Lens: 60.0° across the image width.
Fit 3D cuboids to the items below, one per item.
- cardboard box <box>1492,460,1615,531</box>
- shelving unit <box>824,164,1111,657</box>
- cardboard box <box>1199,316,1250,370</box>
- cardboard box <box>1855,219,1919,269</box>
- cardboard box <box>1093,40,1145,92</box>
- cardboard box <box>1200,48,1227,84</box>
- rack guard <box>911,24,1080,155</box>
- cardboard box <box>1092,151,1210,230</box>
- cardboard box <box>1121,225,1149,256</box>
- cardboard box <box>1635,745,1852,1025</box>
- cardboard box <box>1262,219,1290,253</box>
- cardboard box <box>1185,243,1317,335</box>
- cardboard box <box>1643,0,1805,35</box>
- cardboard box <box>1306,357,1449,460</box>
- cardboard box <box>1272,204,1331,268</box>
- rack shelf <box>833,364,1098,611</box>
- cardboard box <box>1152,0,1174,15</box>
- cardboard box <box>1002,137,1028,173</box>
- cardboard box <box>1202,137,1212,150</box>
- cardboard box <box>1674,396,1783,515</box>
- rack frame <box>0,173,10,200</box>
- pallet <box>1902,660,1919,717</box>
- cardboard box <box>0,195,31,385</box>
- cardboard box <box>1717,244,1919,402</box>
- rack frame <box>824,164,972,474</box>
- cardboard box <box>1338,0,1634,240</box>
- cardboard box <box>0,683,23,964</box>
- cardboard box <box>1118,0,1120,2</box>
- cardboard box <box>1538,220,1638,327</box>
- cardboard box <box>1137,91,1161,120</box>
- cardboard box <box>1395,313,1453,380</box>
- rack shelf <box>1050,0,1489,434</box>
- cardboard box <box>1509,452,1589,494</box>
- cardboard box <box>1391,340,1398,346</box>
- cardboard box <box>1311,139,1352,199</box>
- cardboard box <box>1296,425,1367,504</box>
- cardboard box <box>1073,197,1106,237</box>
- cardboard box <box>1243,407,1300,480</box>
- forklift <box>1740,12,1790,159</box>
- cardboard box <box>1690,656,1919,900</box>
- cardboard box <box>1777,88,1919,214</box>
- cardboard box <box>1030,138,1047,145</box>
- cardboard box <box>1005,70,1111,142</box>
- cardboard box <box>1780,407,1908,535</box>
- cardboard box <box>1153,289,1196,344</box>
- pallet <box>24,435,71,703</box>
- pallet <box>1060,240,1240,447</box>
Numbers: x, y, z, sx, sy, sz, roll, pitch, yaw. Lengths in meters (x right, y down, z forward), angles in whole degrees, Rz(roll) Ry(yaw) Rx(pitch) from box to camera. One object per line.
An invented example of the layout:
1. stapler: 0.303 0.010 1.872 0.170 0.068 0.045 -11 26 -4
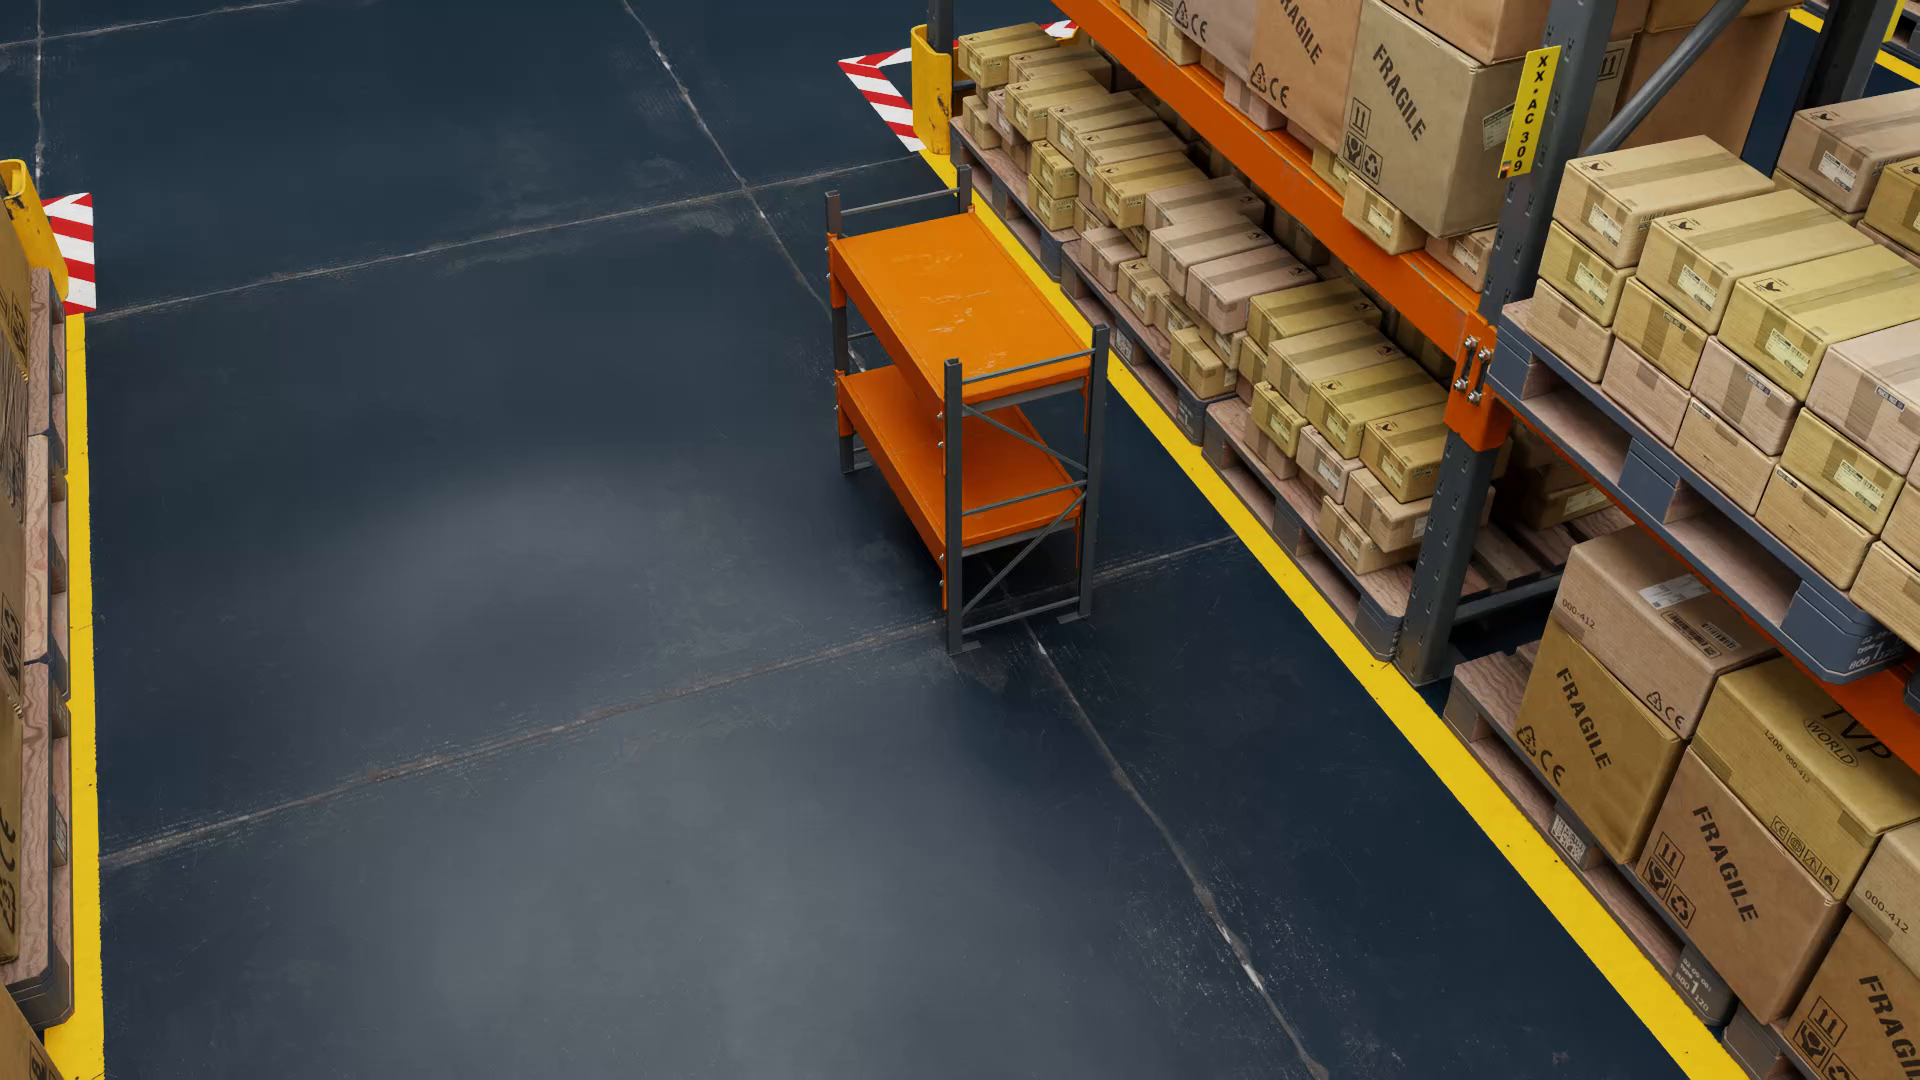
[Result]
1. cardboard box: 2.016 -0.207 5.555 0.380 0.149 0.250 -17 44 -19
2. shelving unit: -0.003 -0.431 5.388 0.538 1.125 1.048 -15 43 -17
3. cardboard box: 1.090 -0.772 5.984 0.380 0.149 0.250 -14 43 -16
4. cardboard box: 2.295 -0.657 3.856 0.380 0.149 0.250 -15 43 -17
5. cardboard box: 0.808 -2.122 7.325 0.380 0.149 0.250 -14 43 -16
6. cardboard box: 1.031 -1.636 5.545 0.380 0.149 0.250 -16 43 -17
7. rack guard: 0.357 -2.246 7.978 1.175 0.500 0.348 -15 43 -17
8. cardboard box: 0.737 -1.355 6.433 0.380 0.149 0.250 -14 43 -16
9. cardboard box: 0.849 -1.275 6.569 0.380 0.149 0.250 -13 42 -15
10. cardboard box: 2.101 0.789 4.127 0.500 0.500 0.500 -13 42 -15
11. cardboard box: 1.416 -1.244 6.532 0.380 0.149 0.250 -15 43 -16
12. cardboard box: 1.030 -0.891 5.894 0.380 0.149 0.250 -17 44 -19
13. cardboard box: 1.911 -1.692 4.345 0.500 0.500 0.500 -14 43 -16
14. cardboard box: 1.348 -0.427 5.354 0.380 0.149 0.250 -15 43 -16
15. cardboard box: 1.402 -1.182 6.232 0.380 0.149 0.250 -17 43 -19
16. rack shelf: -0.003 -0.245 5.547 0.538 0.278 1.000 -15 43 -17
17. cardboard box: 0.850 -2.131 5.622 0.500 0.500 0.500 -16 43 -18
18. cardboard box: 0.409 -1.785 7.389 0.380 0.149 0.250 -15 43 -17
19. cardboard box: 1.219 -1.678 6.808 0.380 0.149 0.250 -14 43 -15
20. cardboard box: 1.788 -0.224 3.581 0.380 0.149 0.250 -15 43 -17
21. rack frame: -4.293 -2.063 5.848 1.000 3.000 0.127 -15 43 -17
22. pallet: 2.594 0.471 3.049 1.003 0.211 1.213 -15 43 -17
23. cardboard box: -3.974 -1.051 5.979 0.875 0.875 0.875 -15 43 -17
24. cardboard box: 1.793 -0.446 3.382 0.380 0.149 0.250 -15 43 -16
25. rack frame: -0.197 -0.737 5.744 0.500 1.125 0.032 -15 43 -17
26. cardboard box: 1.413 -1.201 4.541 0.500 0.500 0.500 -15 43 -17
27. cardboard box: -2.941 0.576 4.087 0.875 0.875 0.875 -15 43 -17
28. cardboard box: 0.714 -2.101 6.086 0.380 0.149 0.250 -16 43 -18
29. cardboard box: 1.585 -0.654 3.853 0.380 0.149 0.250 -14 43 -16
30. cardboard box: 0.995 -1.871 7.261 0.380 0.149 0.250 -17 43 -19
31. cardboard box: 1.726 -0.713 5.687 0.380 0.149 0.250 -16 43 -17
32. rack shelf: 1.094 -1.762 6.050 1.077 0.370 4.000 -15 43 -17
33. cardboard box: 2.016 -0.319 5.456 0.380 0.149 0.250 -13 42 -15
34. cardboard box: 1.609 -0.750 5.958 0.380 0.149 0.250 -17 44 -19
35. cardboard box: 1.287 -1.152 4.982 0.380 0.149 0.250 -13 42 -15
36. cardboard box: 1.330 -0.291 5.424 0.380 0.149 0.250 -17 44 -19
37. cardboard box: 0.692 -1.326 6.855 0.380 0.149 0.250 -15 43 -17
38. cardboard box: 1.211 -0.380 5.755 0.380 0.149 0.250 -16 43 -18
39. forklift: 2.513 -2.239 6.106 1.130 2.935 3.031 -12 42 -14
40. cardboard box: 2.104 0.506 3.881 0.500 0.250 0.500 -14 43 -16
41. cardboard box: 2.193 -0.926 3.941 0.380 0.149 0.250 -13 42 -15
42. cardboard box: 0.520 -1.746 7.116 0.380 0.149 0.250 -15 43 -16
43. cardboard box: 0.410 -1.823 6.977 0.380 0.149 0.250 -15 43 -17
44. cardboard box: 1.885 -0.187 3.309 0.380 0.149 0.250 -17 43 -19
45. cardboard box: 0.960 -0.856 6.310 0.380 0.149 0.250 -14 43 -16
46. pallet: -3.452 0.191 5.366 1.003 0.211 1.213 -15 43 -17
47. pallet: 1.099 -0.904 6.639 1.003 0.211 1.213 -15 43 -17
